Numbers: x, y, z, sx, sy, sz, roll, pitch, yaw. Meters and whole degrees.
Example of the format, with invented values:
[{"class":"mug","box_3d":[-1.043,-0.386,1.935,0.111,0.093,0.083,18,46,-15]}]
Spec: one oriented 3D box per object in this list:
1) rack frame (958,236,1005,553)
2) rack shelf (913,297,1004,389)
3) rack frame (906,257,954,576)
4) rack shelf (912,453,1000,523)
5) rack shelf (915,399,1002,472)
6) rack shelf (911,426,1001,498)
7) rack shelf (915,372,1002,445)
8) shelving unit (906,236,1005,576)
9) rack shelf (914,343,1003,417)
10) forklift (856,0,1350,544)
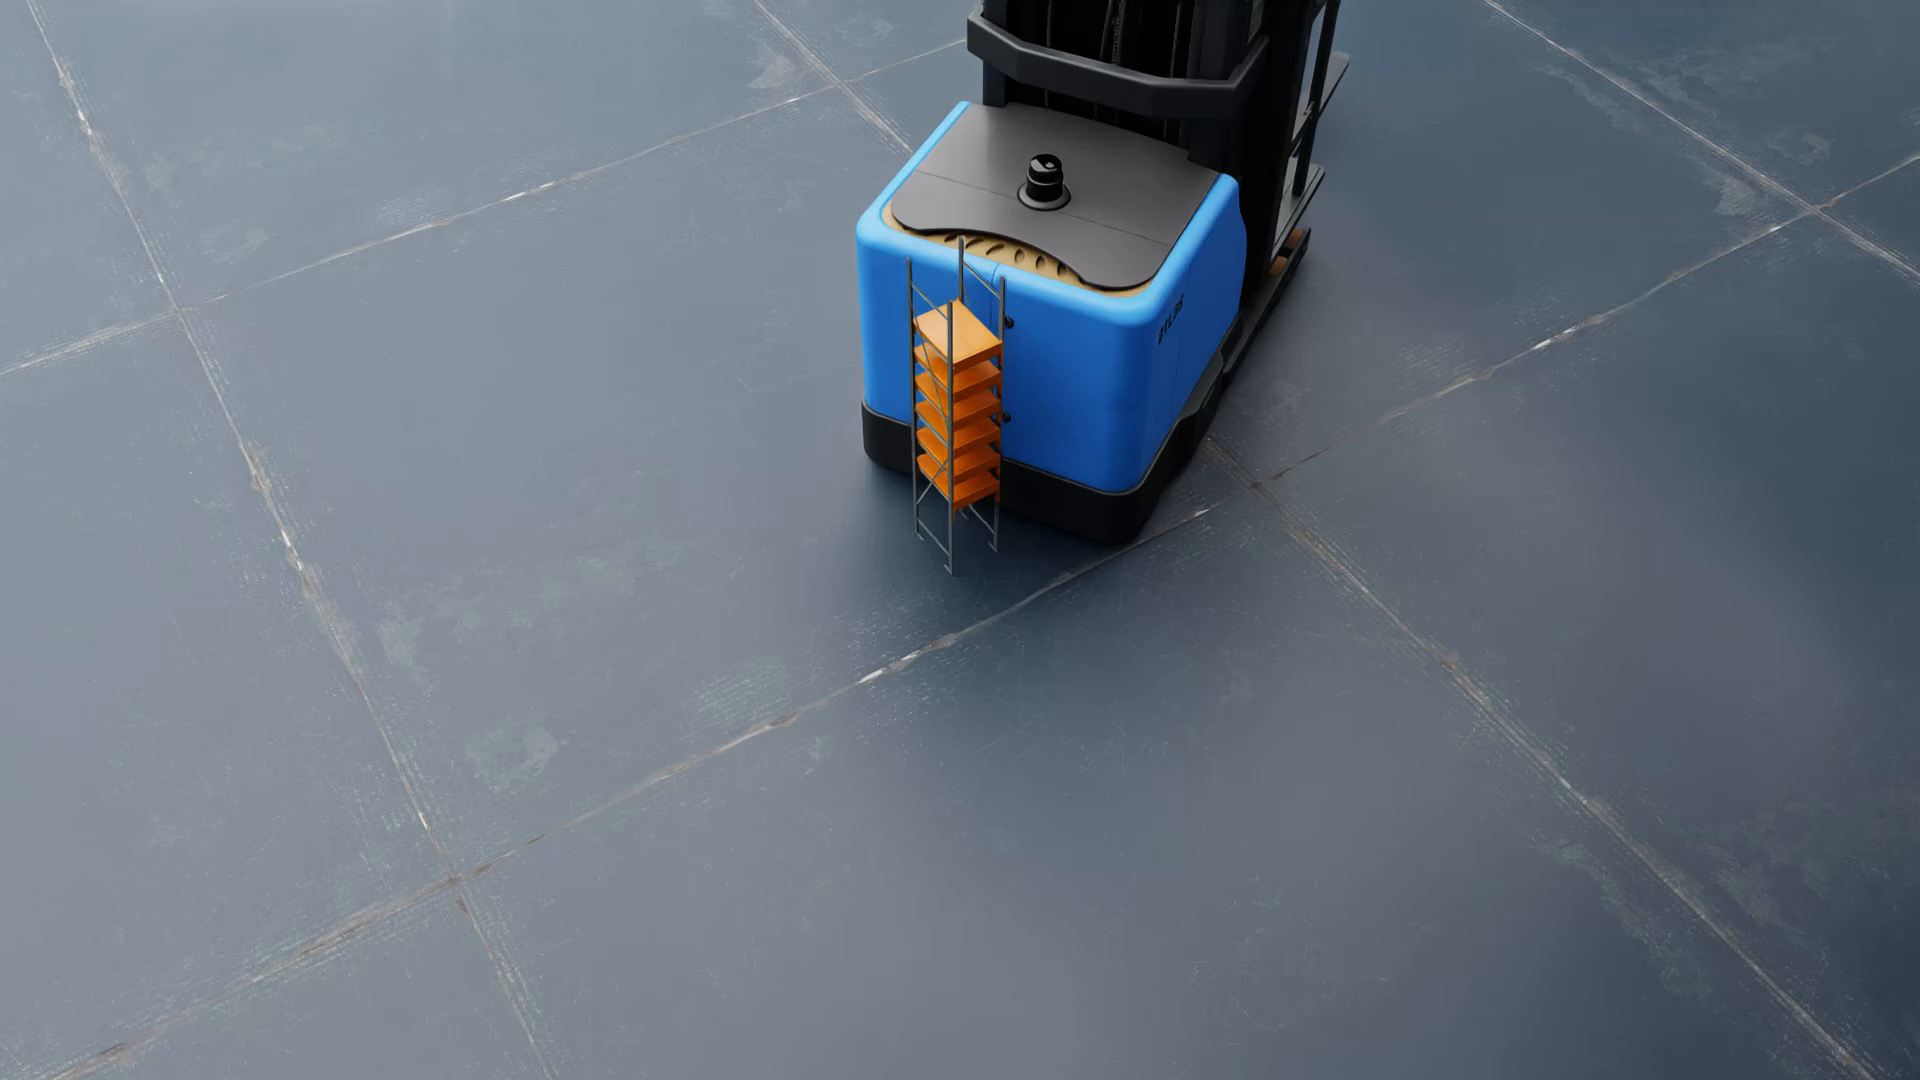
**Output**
[{"class":"rack frame","box_3d":[0.063,-0.429,5.328,0.006,1.200,0.240,-26,53,-22]},{"class":"rack shelf","box_3d":[-0.013,-0.602,5.060,0.180,0.103,0.258,-26,53,-22]},{"class":"rack frame","box_3d":[-0.090,-0.354,5.261,0.006,1.200,0.240,-26,53,-22]},{"class":"rack shelf","box_3d":[-0.013,-0.202,5.506,0.180,0.103,0.258,-26,53,-22]},{"class":"rack shelf","box_3d":[-0.013,-0.362,5.328,0.180,0.103,0.258,-26,53,-22]},{"class":"rack shelf","box_3d":[-0.013,-0.282,5.417,0.180,0.103,0.258,-26,53,-22]},{"class":"rack shelf","box_3d":[-0.013,-0.442,5.238,0.180,0.103,0.258,-26,53,-22]},{"class":"shelving unit","box_3d":[-0.013,-0.392,5.295,0.189,1.200,0.258,-26,53,-22]},{"class":"rack shelf","box_3d":[-0.013,-0.522,5.149,0.180,0.103,0.258,-26,53,-22]},{"class":"forklift","box_3d":[0.757,-2.074,5.635,1.130,2.935,3.031,20,51,17]}]
